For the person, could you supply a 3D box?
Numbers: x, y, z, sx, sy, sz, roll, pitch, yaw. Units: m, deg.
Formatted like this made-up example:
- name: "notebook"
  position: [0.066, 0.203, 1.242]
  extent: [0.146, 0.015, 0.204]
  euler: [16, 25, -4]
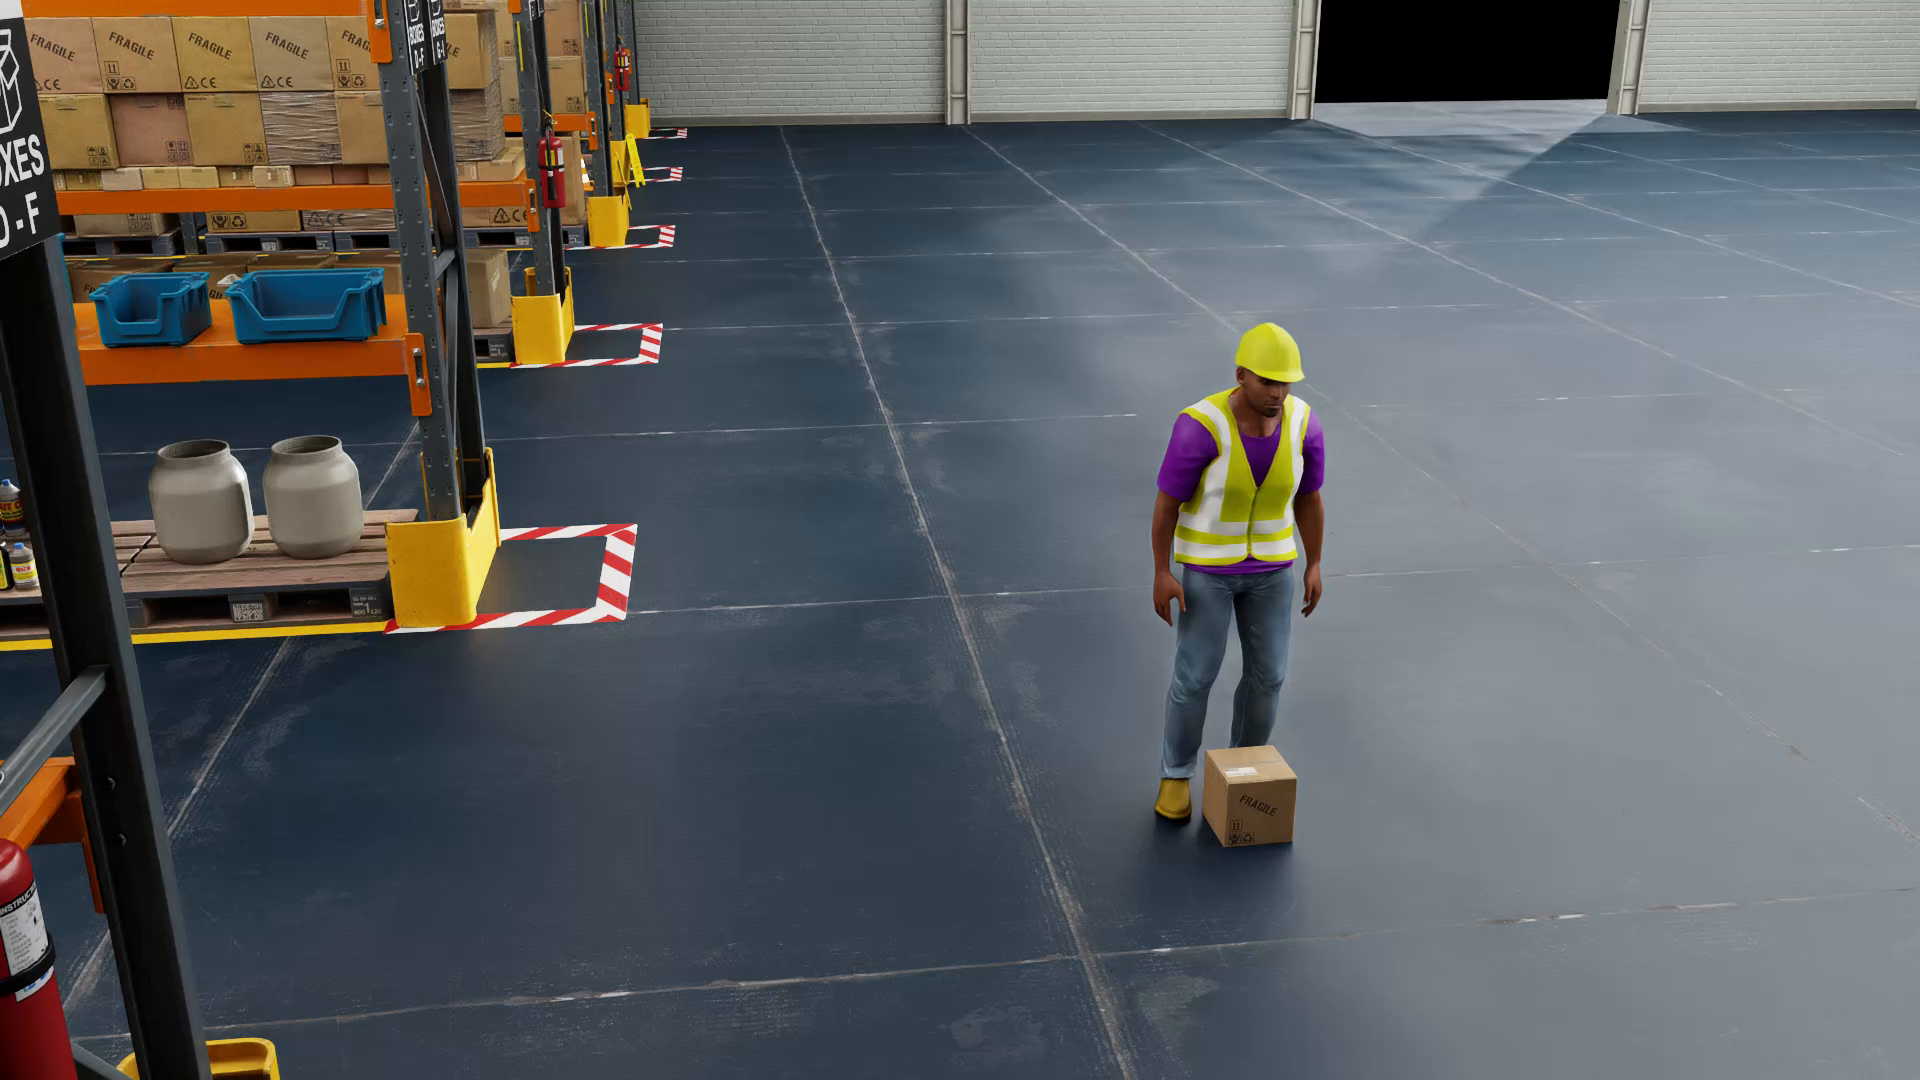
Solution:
- name: "person"
  position: [0.968, 0.107, 5.752]
  extent: [0.628, 1.759, 0.462]
  euler: [-4, 20, -11]
